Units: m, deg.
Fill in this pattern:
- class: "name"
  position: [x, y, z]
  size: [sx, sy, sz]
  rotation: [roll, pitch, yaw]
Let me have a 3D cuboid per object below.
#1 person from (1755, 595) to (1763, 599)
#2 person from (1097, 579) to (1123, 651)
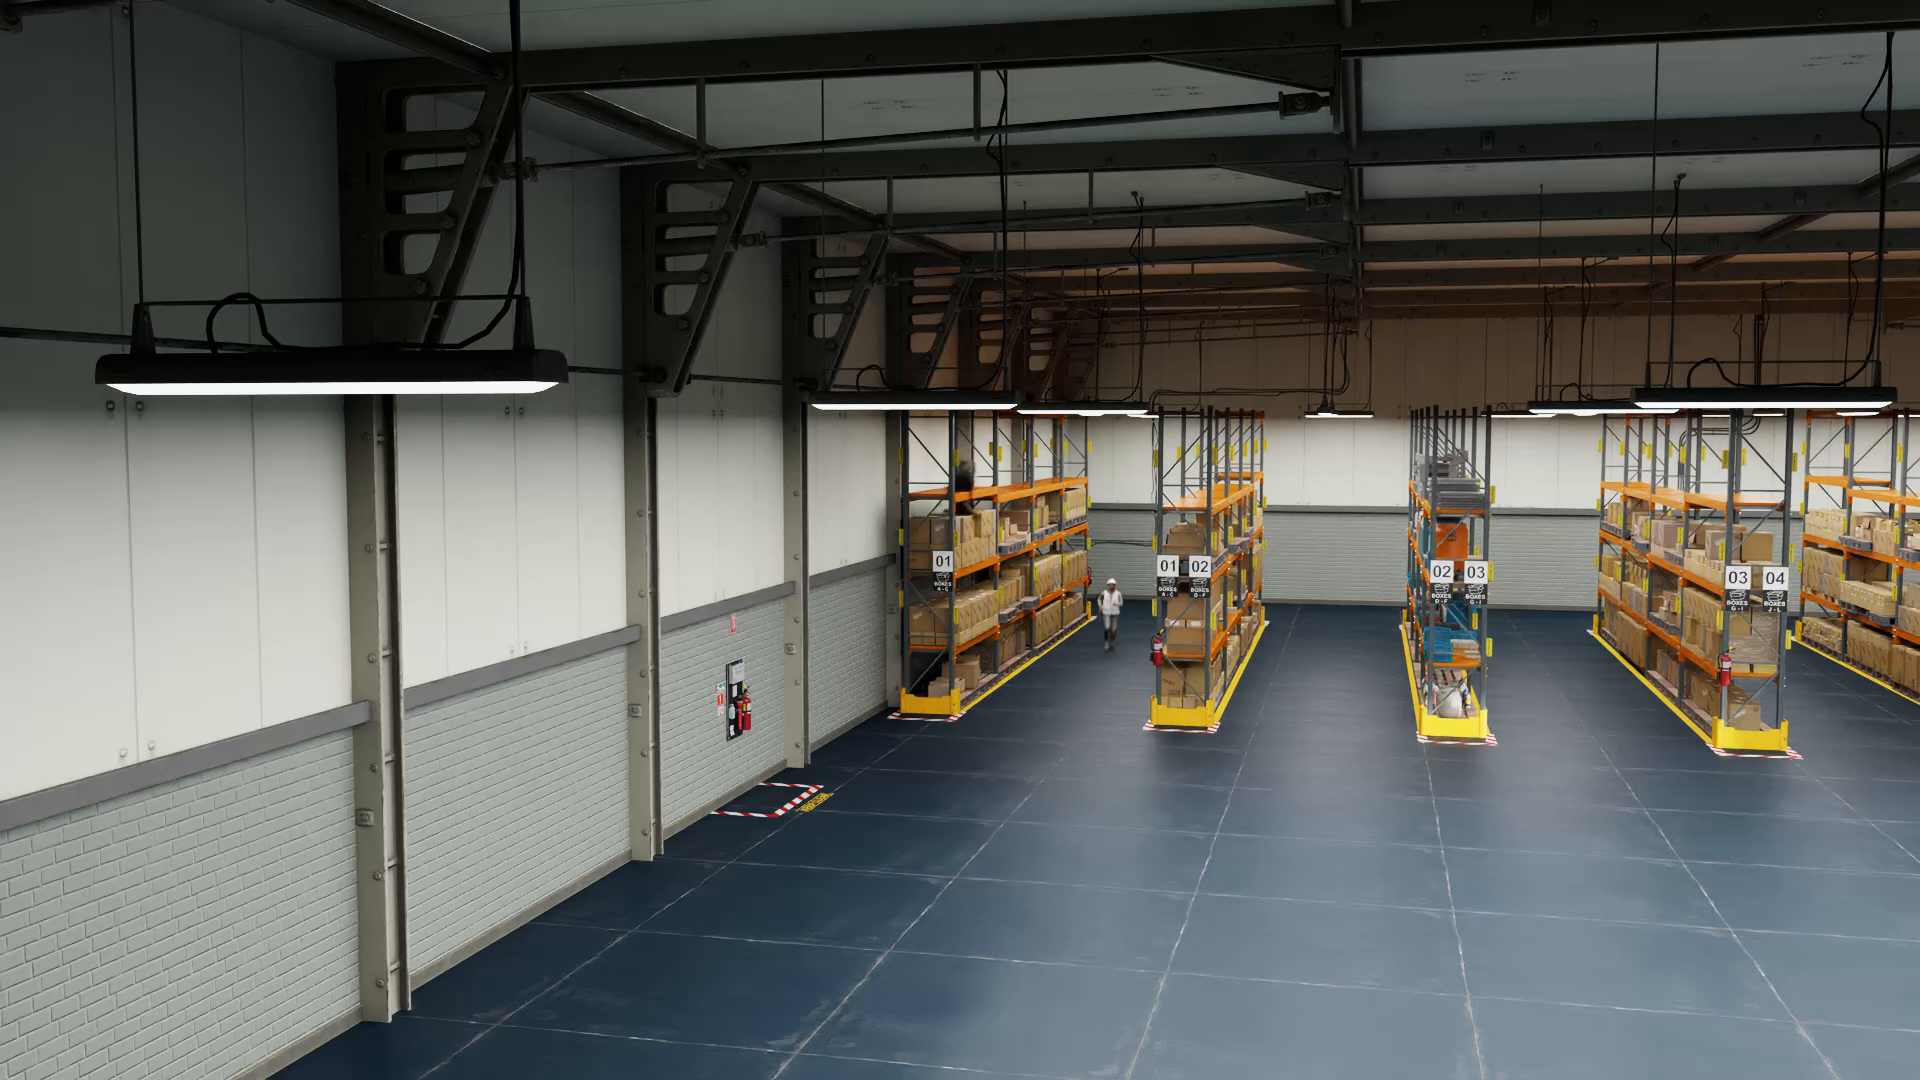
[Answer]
- class: "person"
  position: [21.314, 1.673, 44.533]
  size: [0.620, 1.711, 0.690]
  rotation: [2, 4, 23]
- class: "person"
  position: [3.765, 1.866, 41.512]
  size: [0.621, 1.799, 0.721]
  rotation: [0, 4, -1]
